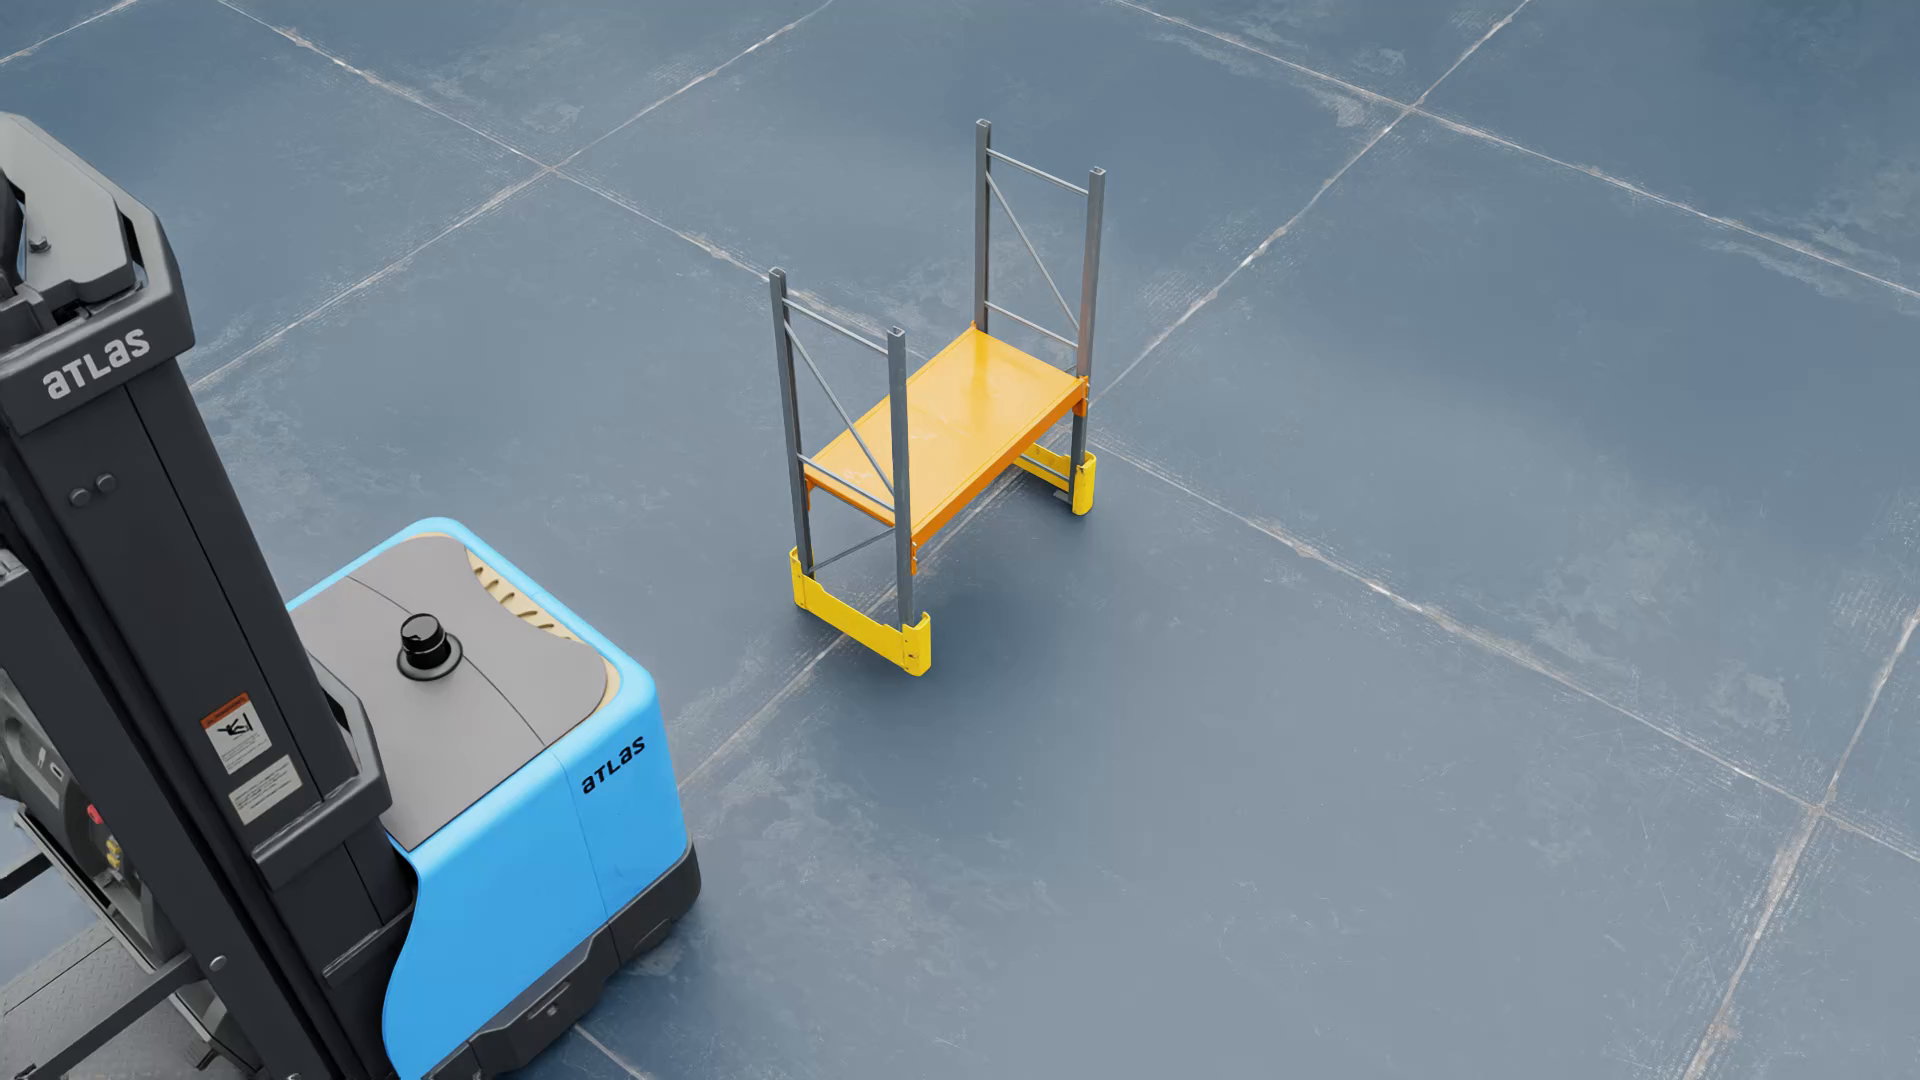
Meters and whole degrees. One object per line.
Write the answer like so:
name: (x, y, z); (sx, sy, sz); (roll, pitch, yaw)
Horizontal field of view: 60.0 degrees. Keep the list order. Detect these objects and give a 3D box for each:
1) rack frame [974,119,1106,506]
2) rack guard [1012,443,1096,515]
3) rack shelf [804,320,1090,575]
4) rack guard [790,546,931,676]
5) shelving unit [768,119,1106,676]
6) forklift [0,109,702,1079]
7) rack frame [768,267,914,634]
rack frame: (0.259, -0.760, 5.939); (0.500, 1.500, 0.032); (29, 53, 25)
rack guard: (0.258, -0.328, 6.390); (0.587, 0.250, 0.087); (29, 53, 25)
rack shelf: (-0.052, -0.345, 5.791); (0.538, 0.185, 1.000); (29, 53, 25)
rack guard: (-0.351, 0.242, 5.846); (0.587, 0.250, 0.087); (29, 53, 25)
shelving unit: (-0.047, -0.474, 5.666); (0.587, 1.500, 1.083); (29, 53, 25)
forklift: (-2.155, 0.662, 3.590); (1.130, 2.935, 3.031); (33, 55, 27)
rack frame: (-0.363, -0.178, 5.383); (0.500, 1.500, 0.032); (29, 53, 25)
